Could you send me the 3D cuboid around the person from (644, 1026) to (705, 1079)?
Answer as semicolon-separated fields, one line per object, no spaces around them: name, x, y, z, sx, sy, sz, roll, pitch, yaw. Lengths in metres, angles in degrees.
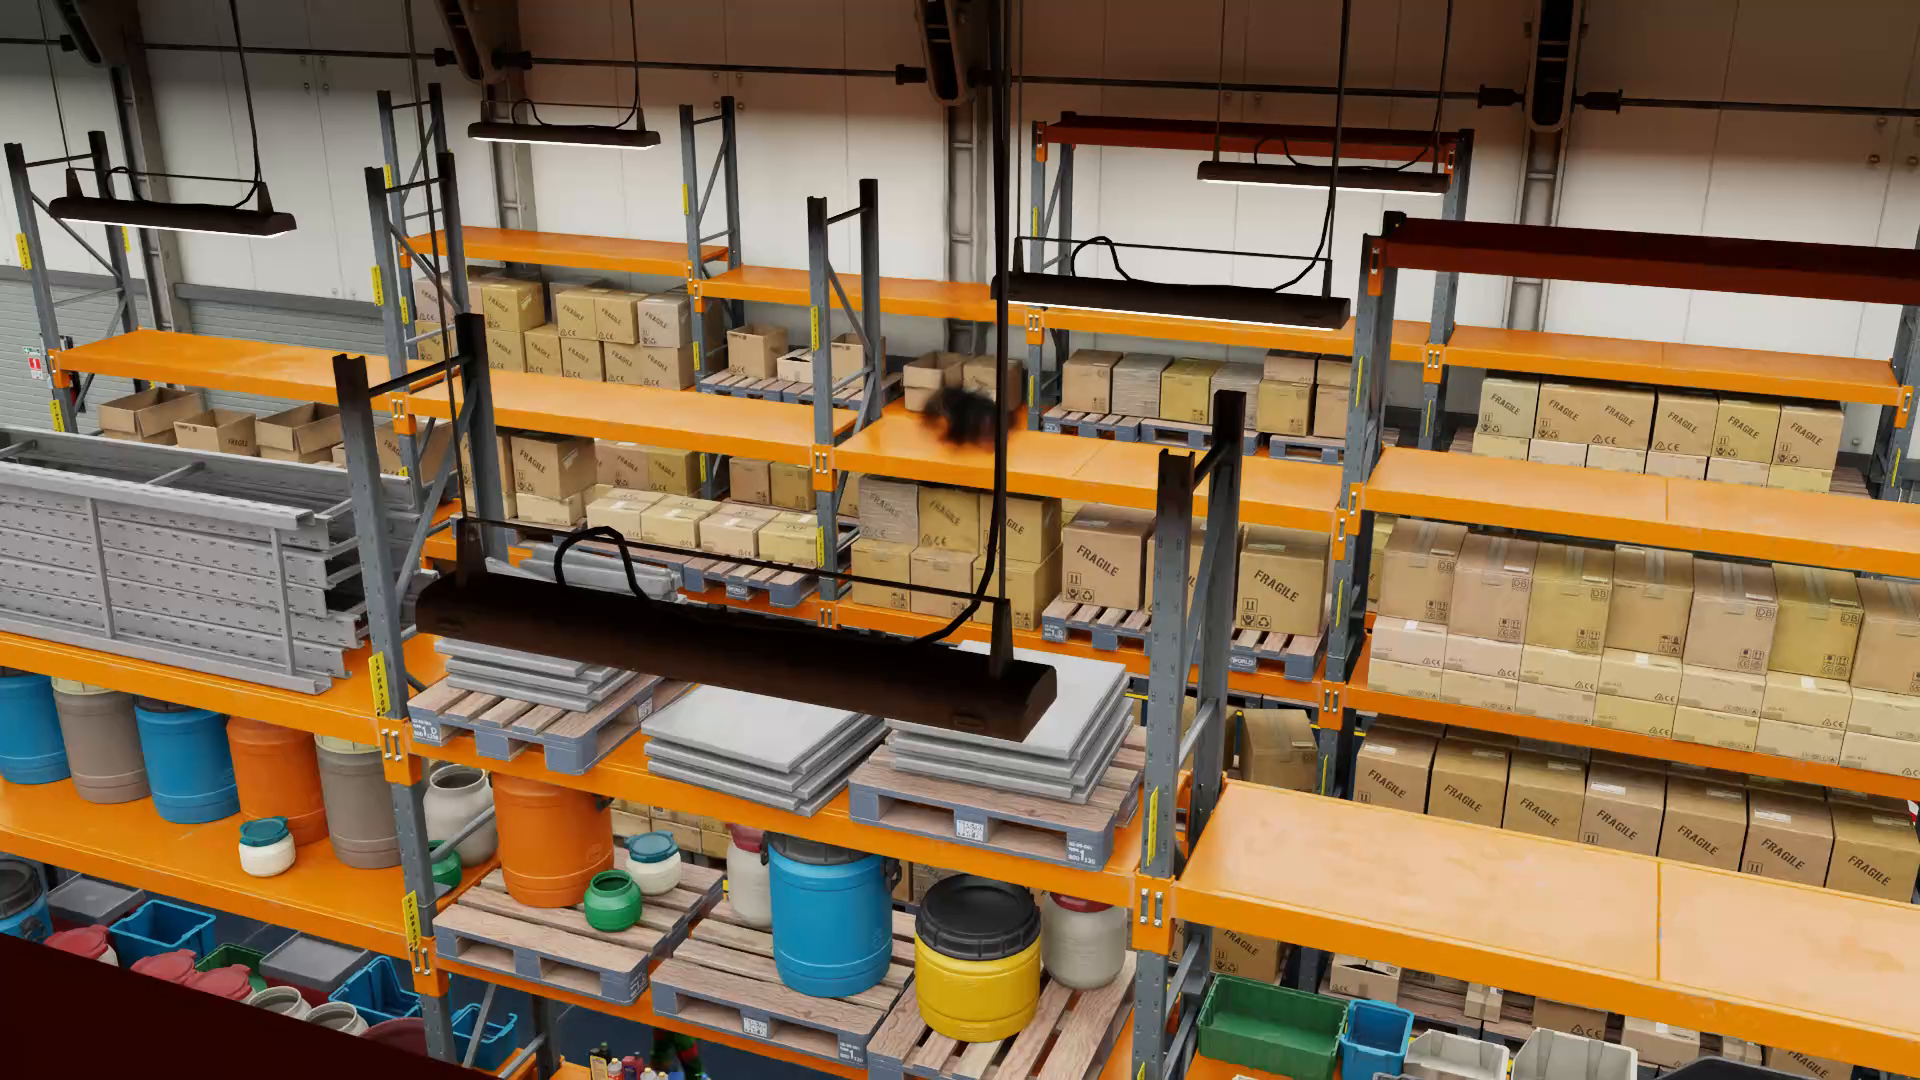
person;-2.056;2.985;11.395;0.723;1.890;0.630;9;23;23
